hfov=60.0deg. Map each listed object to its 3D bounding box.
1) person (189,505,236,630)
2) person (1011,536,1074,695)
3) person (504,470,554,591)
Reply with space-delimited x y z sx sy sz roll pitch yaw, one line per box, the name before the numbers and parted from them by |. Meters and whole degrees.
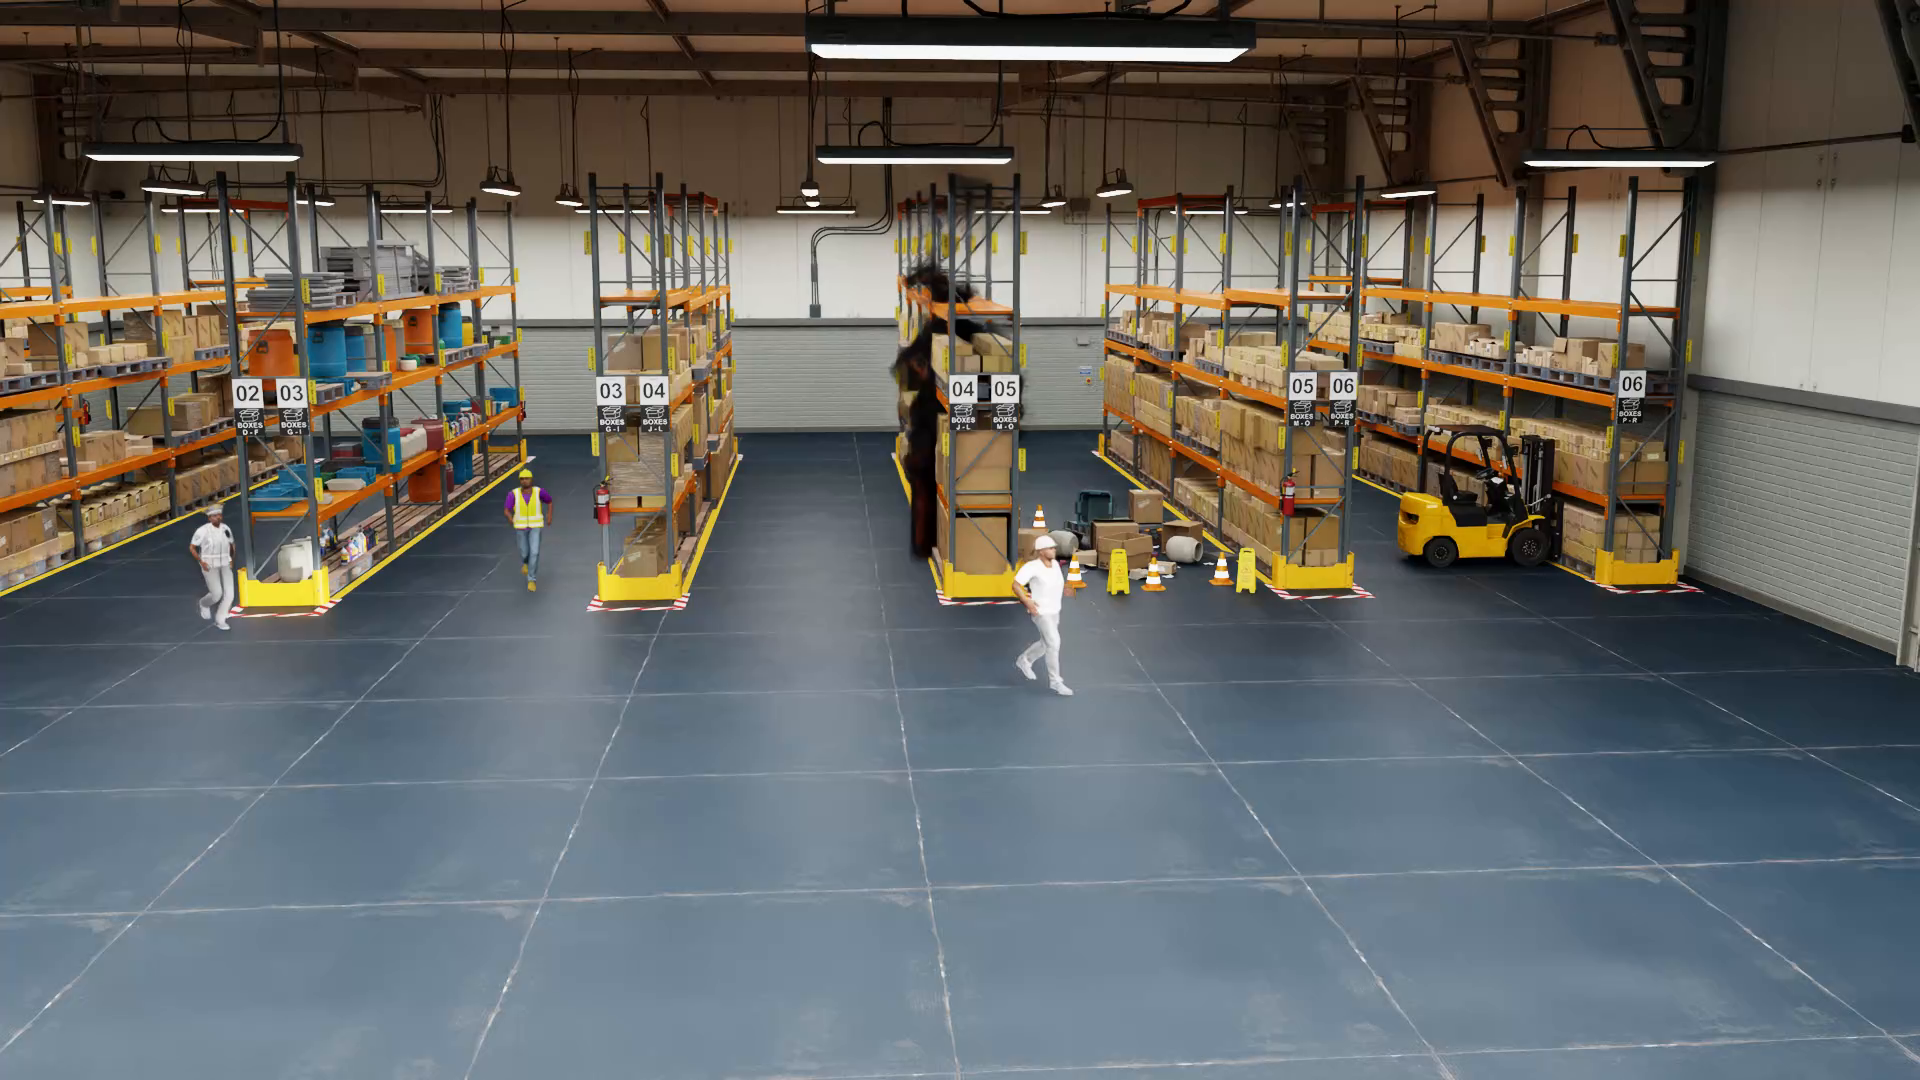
person | -9.887 0.342 22.052 0.531 1.669 0.599 8 13 38
person | 0.951 0.826 18.913 0.849 1.777 0.695 7 12 36
person | -6.404 -0.176 24.736 0.712 1.754 0.932 -2 10 -11
